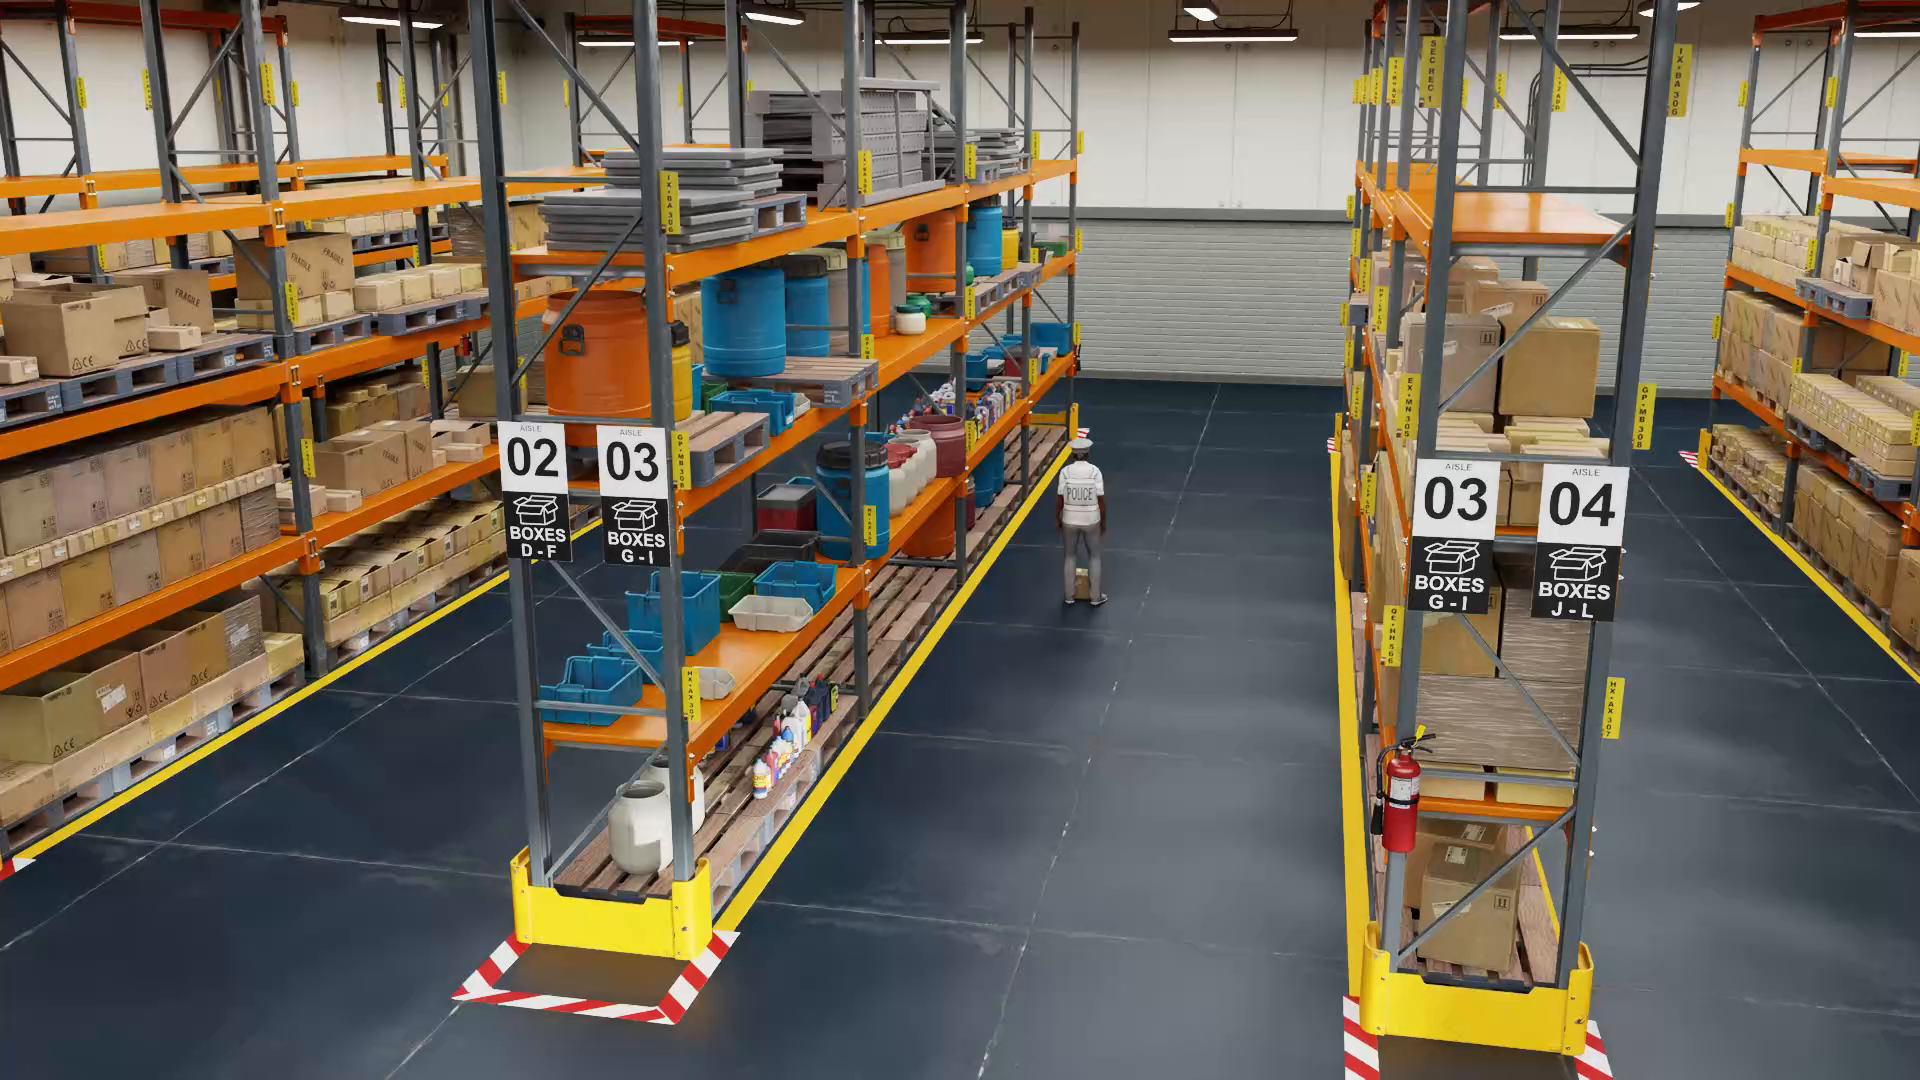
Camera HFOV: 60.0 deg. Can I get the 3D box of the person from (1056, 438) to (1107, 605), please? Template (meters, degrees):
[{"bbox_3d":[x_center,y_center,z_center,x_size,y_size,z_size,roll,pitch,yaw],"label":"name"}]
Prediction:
[{"bbox_3d":[1.223,-0.174,16.667,0.528,1.663,0.392,2,15,9],"label":"person"}]
